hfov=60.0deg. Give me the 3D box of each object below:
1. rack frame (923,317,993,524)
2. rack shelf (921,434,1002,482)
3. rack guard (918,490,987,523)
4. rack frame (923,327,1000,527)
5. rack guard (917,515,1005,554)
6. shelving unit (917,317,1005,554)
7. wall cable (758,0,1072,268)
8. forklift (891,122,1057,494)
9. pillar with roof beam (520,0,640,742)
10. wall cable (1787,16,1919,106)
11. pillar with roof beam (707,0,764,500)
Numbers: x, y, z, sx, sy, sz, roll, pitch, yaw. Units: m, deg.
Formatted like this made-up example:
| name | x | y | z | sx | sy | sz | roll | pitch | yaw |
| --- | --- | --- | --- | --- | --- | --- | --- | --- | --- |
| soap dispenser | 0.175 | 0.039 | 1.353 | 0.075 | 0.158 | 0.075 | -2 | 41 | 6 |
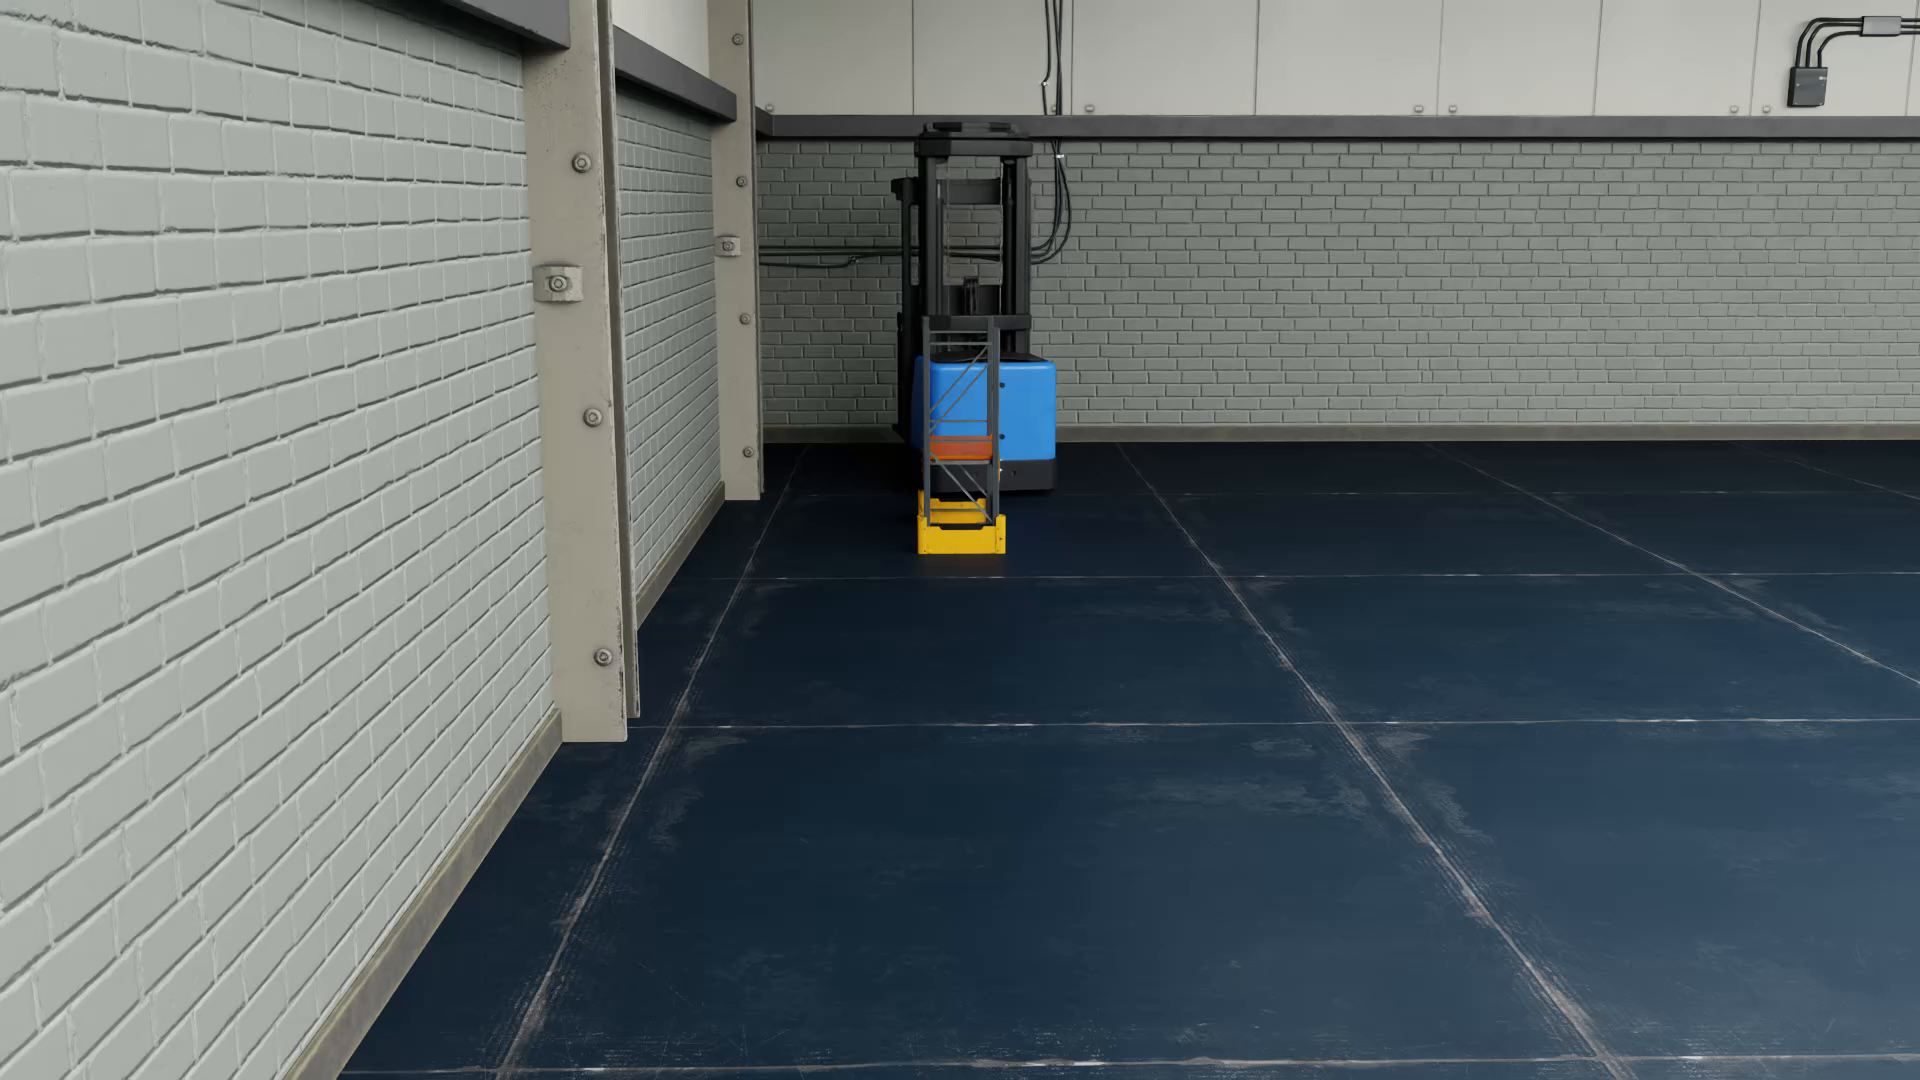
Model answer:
| name | x | y | z | sx | sy | sz | roll | pitch | yaw |
| --- | --- | --- | --- | --- | --- | --- | --- | --- | --- |
| rack frame | -0.012 | -0.853 | 11.992 | 0.500 | 1.500 | 0.032 | 0 | 11 | -1 |
| rack shelf | -0.002 | -0.576 | 11.529 | 0.538 | 0.185 | 1.000 | 0 | 11 | -1 |
| rack guard | -0.012 | -0.237 | 12.097 | 0.587 | 0.250 | 0.087 | 0 | 11 | -1 |
| rack frame | 0.009 | -0.651 | 10.995 | 0.500 | 1.500 | 0.032 | 0 | 11 | -1 |
| rack guard | 0.009 | -0.039 | 11.121 | 0.587 | 0.250 | 0.087 | 0 | 11 | -1 |
| shelving unit | -0.002 | -0.750 | 11.485 | 0.587 | 1.500 | 1.083 | 0 | 11 | -1 |
| wall cable | -0.478 | -3.834 | 15.634 | 3.097 | 2.526 | 0.112 | 0 | 11 | -1 |
| forklift | 0.009 | -2.047 | 14.277 | 1.130 | 2.935 | 3.031 | -2 | 12 | -10 |
| pillar with roof beam | 2.689 | -3.590 | 6.620 | 9.100 | 9.000 | 0.400 | 0 | 11 | -1 |
| wall cable | 9.013 | -7.058 | 15.164 | 2.305 | 6.003 | 0.169 | 0 | 11 | -1 |
| pillar with roof beam | 2.565 | -4.782 | 12.499 | 9.100 | 9.000 | 0.400 | 0 | 11 | -1 |
